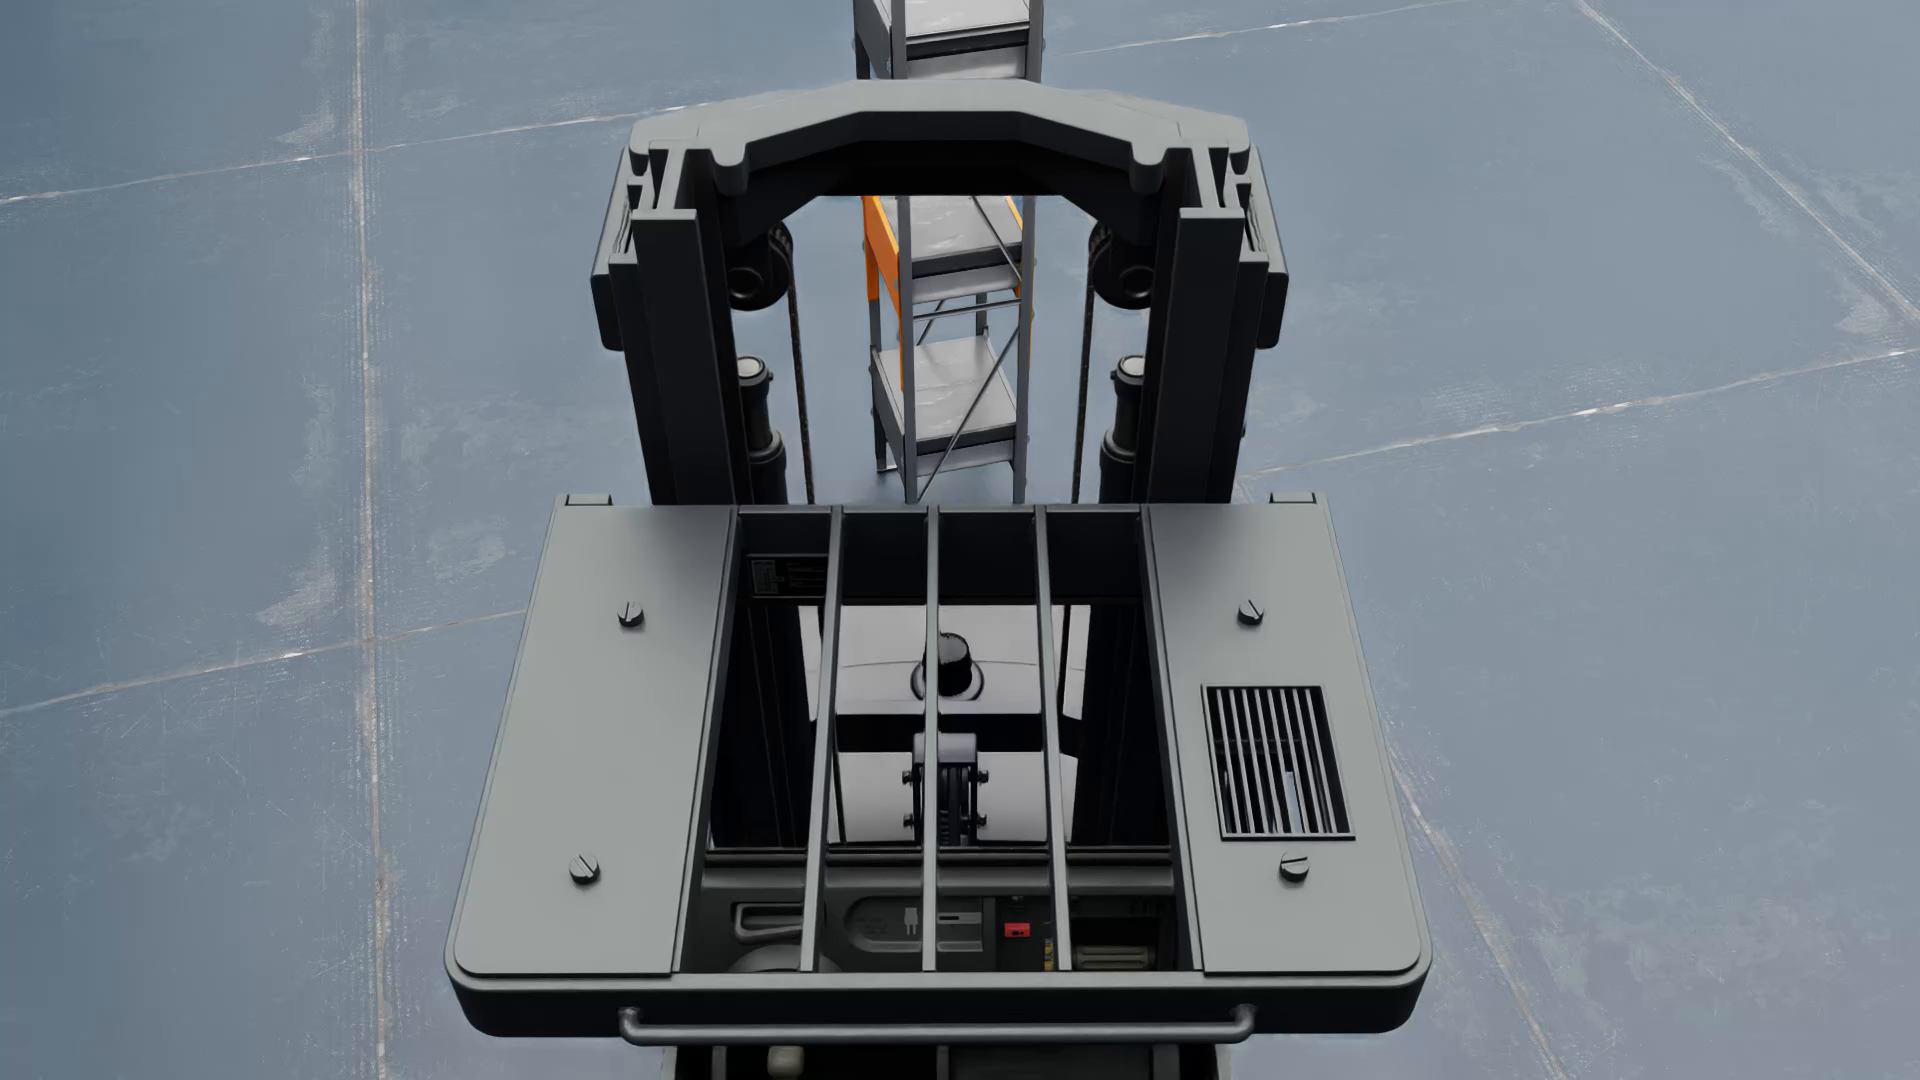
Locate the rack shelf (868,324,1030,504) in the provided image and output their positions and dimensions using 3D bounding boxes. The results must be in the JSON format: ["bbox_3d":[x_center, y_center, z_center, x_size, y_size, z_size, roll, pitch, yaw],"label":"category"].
[{"bbox_3d":[-0.042,-0.350,5.622,0.431,0.518,0.480,-11,47,-10],"label":"rack shelf"}]

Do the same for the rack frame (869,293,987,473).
[{"bbox_3d":[-0.105,-1.018,5.277,0.400,2.100,0.015,-11,47,-10],"label":"rack frame"}]

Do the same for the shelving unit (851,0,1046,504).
[{"bbox_3d":[-0.042,-0.849,5.112,0.431,2.100,0.503,-11,47,-10],"label":"shelving unit"}]

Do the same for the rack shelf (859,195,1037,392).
[{"bbox_3d":[-0.042,-0.840,5.122,0.431,0.518,0.480,-11,47,-10],"label":"rack shelf"}]

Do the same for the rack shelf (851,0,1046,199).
[{"bbox_3d":[-0.042,-1.330,4.622,0.431,0.518,0.480,-11,47,-10],"label":"rack shelf"}]

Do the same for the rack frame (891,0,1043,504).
[{"bbox_3d":[0.020,-0.681,4.947,0.400,2.100,0.015,-11,47,-10],"label":"rack frame"}]

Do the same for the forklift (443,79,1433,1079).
[{"bbox_3d":[-0.025,0.871,2.845,1.130,2.935,3.031,0,46,0],"label":"forklift"}]
